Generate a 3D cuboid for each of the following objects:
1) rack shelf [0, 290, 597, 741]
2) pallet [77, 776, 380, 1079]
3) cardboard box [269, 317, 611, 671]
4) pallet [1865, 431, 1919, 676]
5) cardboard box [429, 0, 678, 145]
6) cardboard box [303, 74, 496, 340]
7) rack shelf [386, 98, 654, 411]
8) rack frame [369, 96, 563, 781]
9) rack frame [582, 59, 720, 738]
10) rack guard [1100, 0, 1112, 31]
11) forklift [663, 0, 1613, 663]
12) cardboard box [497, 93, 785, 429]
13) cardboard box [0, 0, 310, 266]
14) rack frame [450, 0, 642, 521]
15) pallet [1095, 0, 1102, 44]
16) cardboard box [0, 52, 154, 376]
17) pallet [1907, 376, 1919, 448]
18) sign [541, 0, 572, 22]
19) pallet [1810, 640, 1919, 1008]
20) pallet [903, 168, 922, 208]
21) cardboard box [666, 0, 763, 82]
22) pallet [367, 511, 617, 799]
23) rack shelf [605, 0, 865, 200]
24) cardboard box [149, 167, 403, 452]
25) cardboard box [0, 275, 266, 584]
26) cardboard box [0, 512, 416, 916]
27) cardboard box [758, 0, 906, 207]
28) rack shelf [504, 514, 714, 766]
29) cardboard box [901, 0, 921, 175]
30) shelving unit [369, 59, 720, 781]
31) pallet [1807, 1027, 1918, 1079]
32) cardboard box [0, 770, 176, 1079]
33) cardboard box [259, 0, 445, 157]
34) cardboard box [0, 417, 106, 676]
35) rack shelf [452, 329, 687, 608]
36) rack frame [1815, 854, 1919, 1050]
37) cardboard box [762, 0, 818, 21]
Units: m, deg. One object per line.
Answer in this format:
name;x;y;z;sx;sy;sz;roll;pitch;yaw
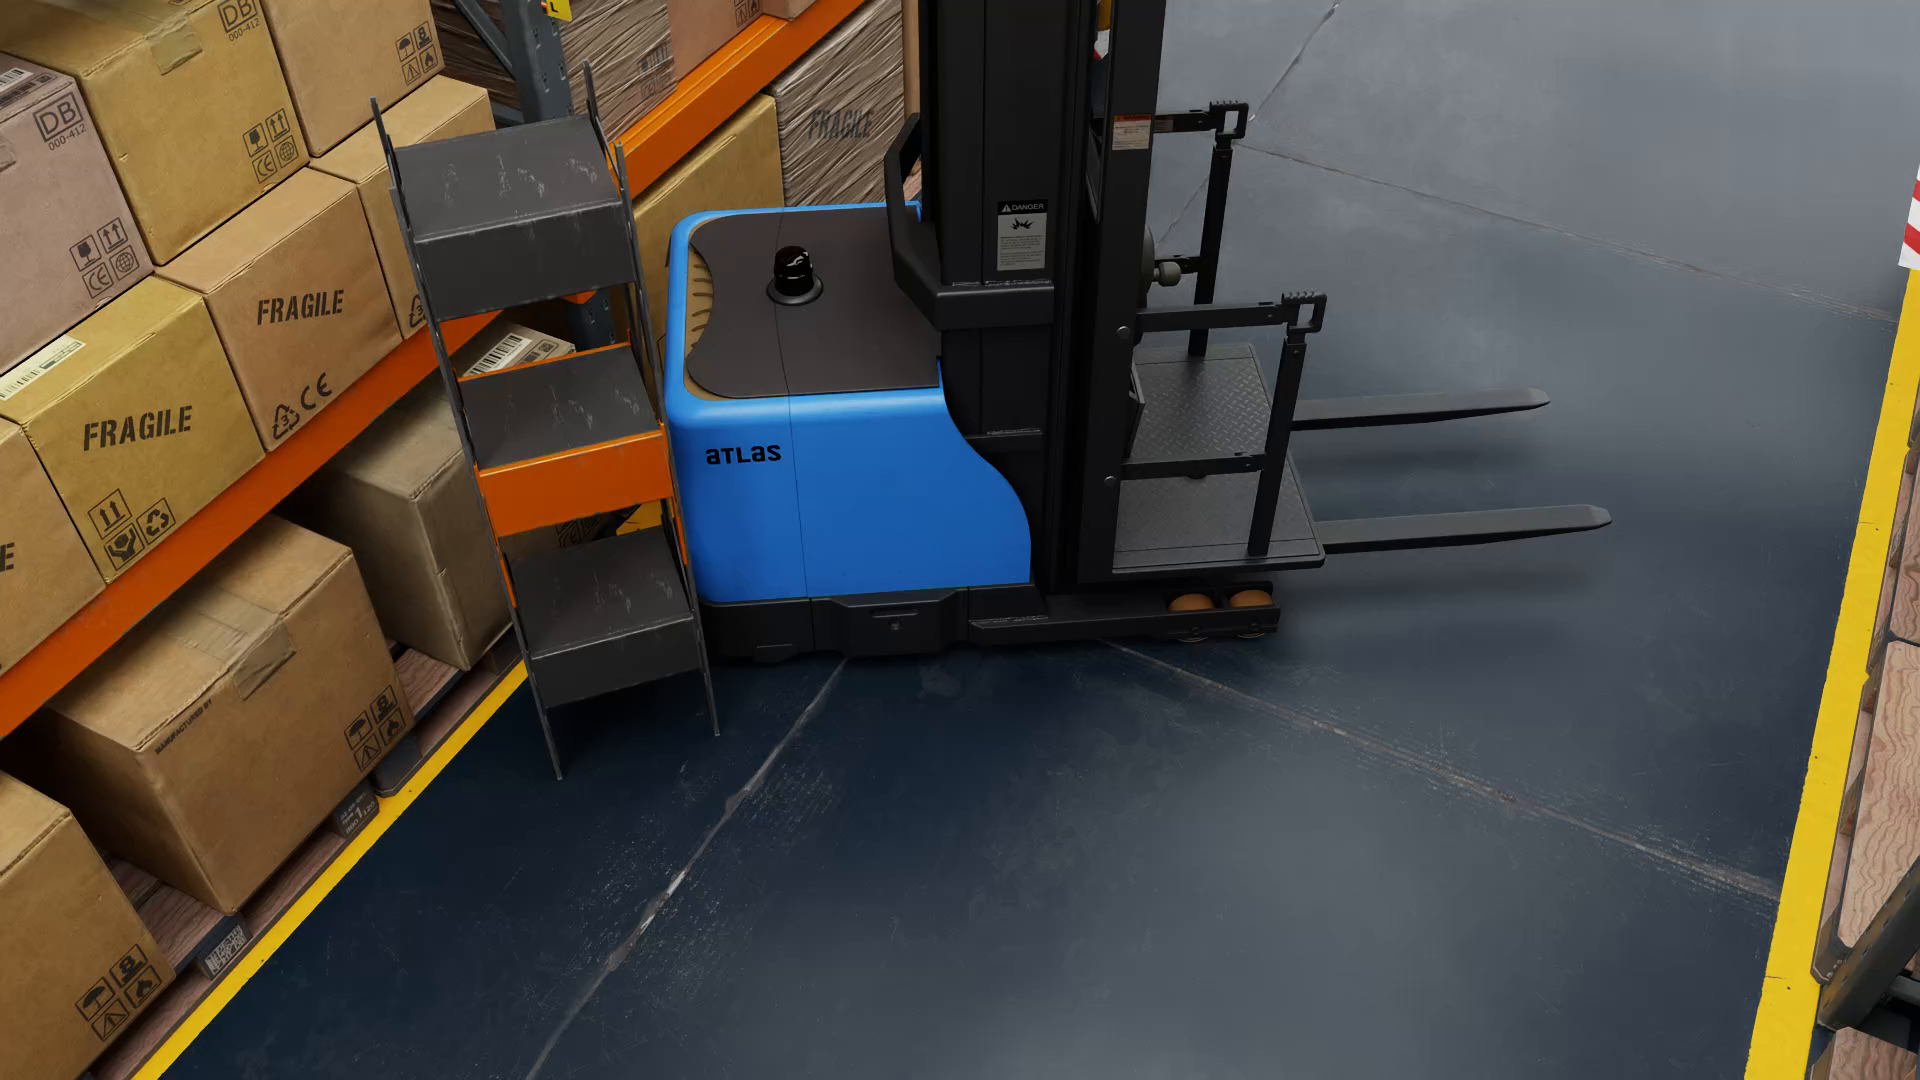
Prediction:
rack shelf;-2.508;0.186;3.963;1.077;0.370;4.000;20;49;19
pallet;-2.436;0.936;4.677;1.003;0.211;1.213;20;49;19
cardboard box;-1.788;-0.263;5.187;1.050;0.750;0.750;20;49;19
pallet;3.612;0.149;5.455;1.003;0.211;1.213;20;49;19
cardboard box;-1.419;-1.616;5.133;0.875;0.550;0.550;20;49;19
cardboard box;-1.585;-0.945;4.505;0.500;0.500;0.500;20;49;19
rack shelf;-1.046;-0.685;3.985;0.480;0.518;0.431;-14;47;-14
rack frame;-1.276;-0.143;4.415;0.015;2.100;0.400;-14;47;-14
rack frame;-0.817;-0.261;4.532;0.015;2.100;0.400;-14;47;-14
rack guard;0.288;-2.983;8.347;1.175;0.500;0.348;20;49;19
forklift;0.621;-1.071;4.748;3.031;2.935;1.130;-4;45;-4
cardboard box;-1.226;-1.101;5.927;0.875;0.875;0.875;21;49;20
cardboard box;-2.042;-1.074;3.929;0.700;0.500;0.500;20;49;18
rack frame;-1.580;-1.327;4.952;1.000;3.000;0.127;20;49;19
pallet;-0.025;-2.337;7.911;1.003;0.211;1.213;20;49;19
cardboard box;-2.277;-0.756;3.615;0.700;0.500;0.500;21;49;19
pallet;4.180;-0.617;6.212;1.003;0.211;1.213;20;49;19
sign;-1.094;-1.533;4.398;0.100;0.325;0.005;20;49;19
pallet;3.047;0.920;4.692;1.003;0.211;1.213;20;49;19
pallet;-0.592;-1.571;7.154;1.003;0.211;1.213;20;49;19
cardboard box;-1.184;-1.970;5.482;0.875;0.550;0.550;20;49;19
pallet;-1.871;0.164;5.439;1.003;0.211;1.213;20;49;19
rack shelf;-0.651;-2.334;6.453;1.077;0.370;4.000;20;49;19
cardboard box;-1.820;-0.627;4.190;0.500;0.500;0.500;20;49;19
cardboard box;-2.054;-0.308;3.875;0.500;0.500;0.500;21;49;19
cardboard box;-2.239;0.344;4.588;1.050;0.750;0.750;20;49;19
cardboard box;-0.811;-1.670;6.490;0.875;0.875;0.875;21;49;19
rack shelf;-1.046;0.299;4.981;0.480;0.518;0.431;-14;47;-14
cardboard box;-0.386;-2.243;7.057;0.875;0.875;0.875;20;49;18
shelving unit;-1.046;-0.202;4.474;0.503;2.100;0.431;-14;47;-14
pallet;2.407;1.846;3.777;1.003;0.211;1.213;20;49;19
cardboard box;-2.671;0.931;4.008;1.050;0.750;0.750;21;49;20
cardboard box;-1.805;-1.399;4.250;0.700;0.500;0.500;20;49;18
cardboard box;-2.288;0.012;3.559;0.500;0.500;0.500;20;49;19
rack shelf;-1.046;-0.193;4.483;0.480;0.518;0.431;-14;47;-14
rack frame;2.767;0.375;3.271;1.000;3.000;0.127;20;49;19
cardboard box;-0.829;-2.271;5.780;0.875;0.550;0.550;20;49;19
